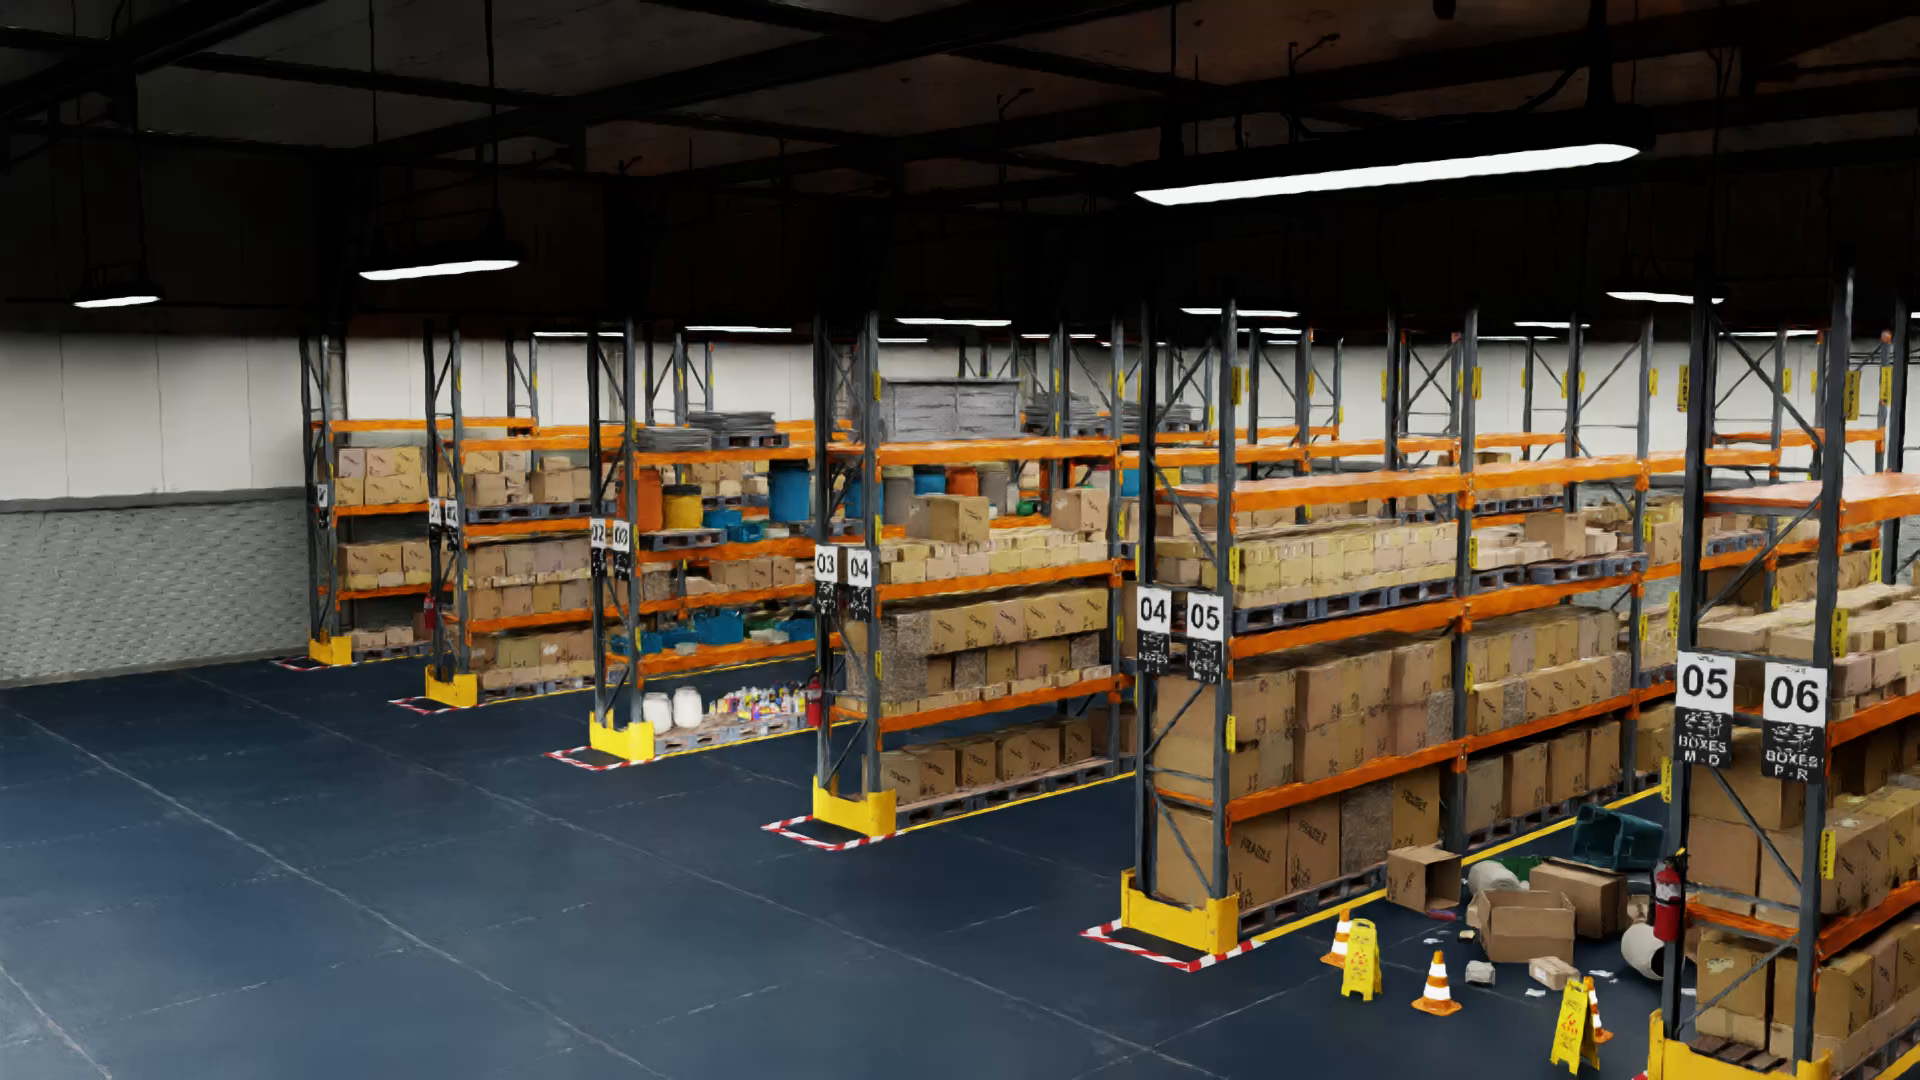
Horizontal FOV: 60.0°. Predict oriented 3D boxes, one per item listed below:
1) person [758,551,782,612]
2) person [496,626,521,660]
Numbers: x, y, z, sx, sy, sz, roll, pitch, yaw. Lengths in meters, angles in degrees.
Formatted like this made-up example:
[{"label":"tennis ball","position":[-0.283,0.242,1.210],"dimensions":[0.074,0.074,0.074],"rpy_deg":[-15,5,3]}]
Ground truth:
[{"label":"person","position":[-3.830,0.985,32.842],"dimensions":[1.193,1.698,0.598],"rpy_deg":[-5,8,-41]},{"label":"person","position":[-7.715,1.430,28.573],"dimensions":[0.575,1.689,1.128],"rpy_deg":[6,8,45]}]
